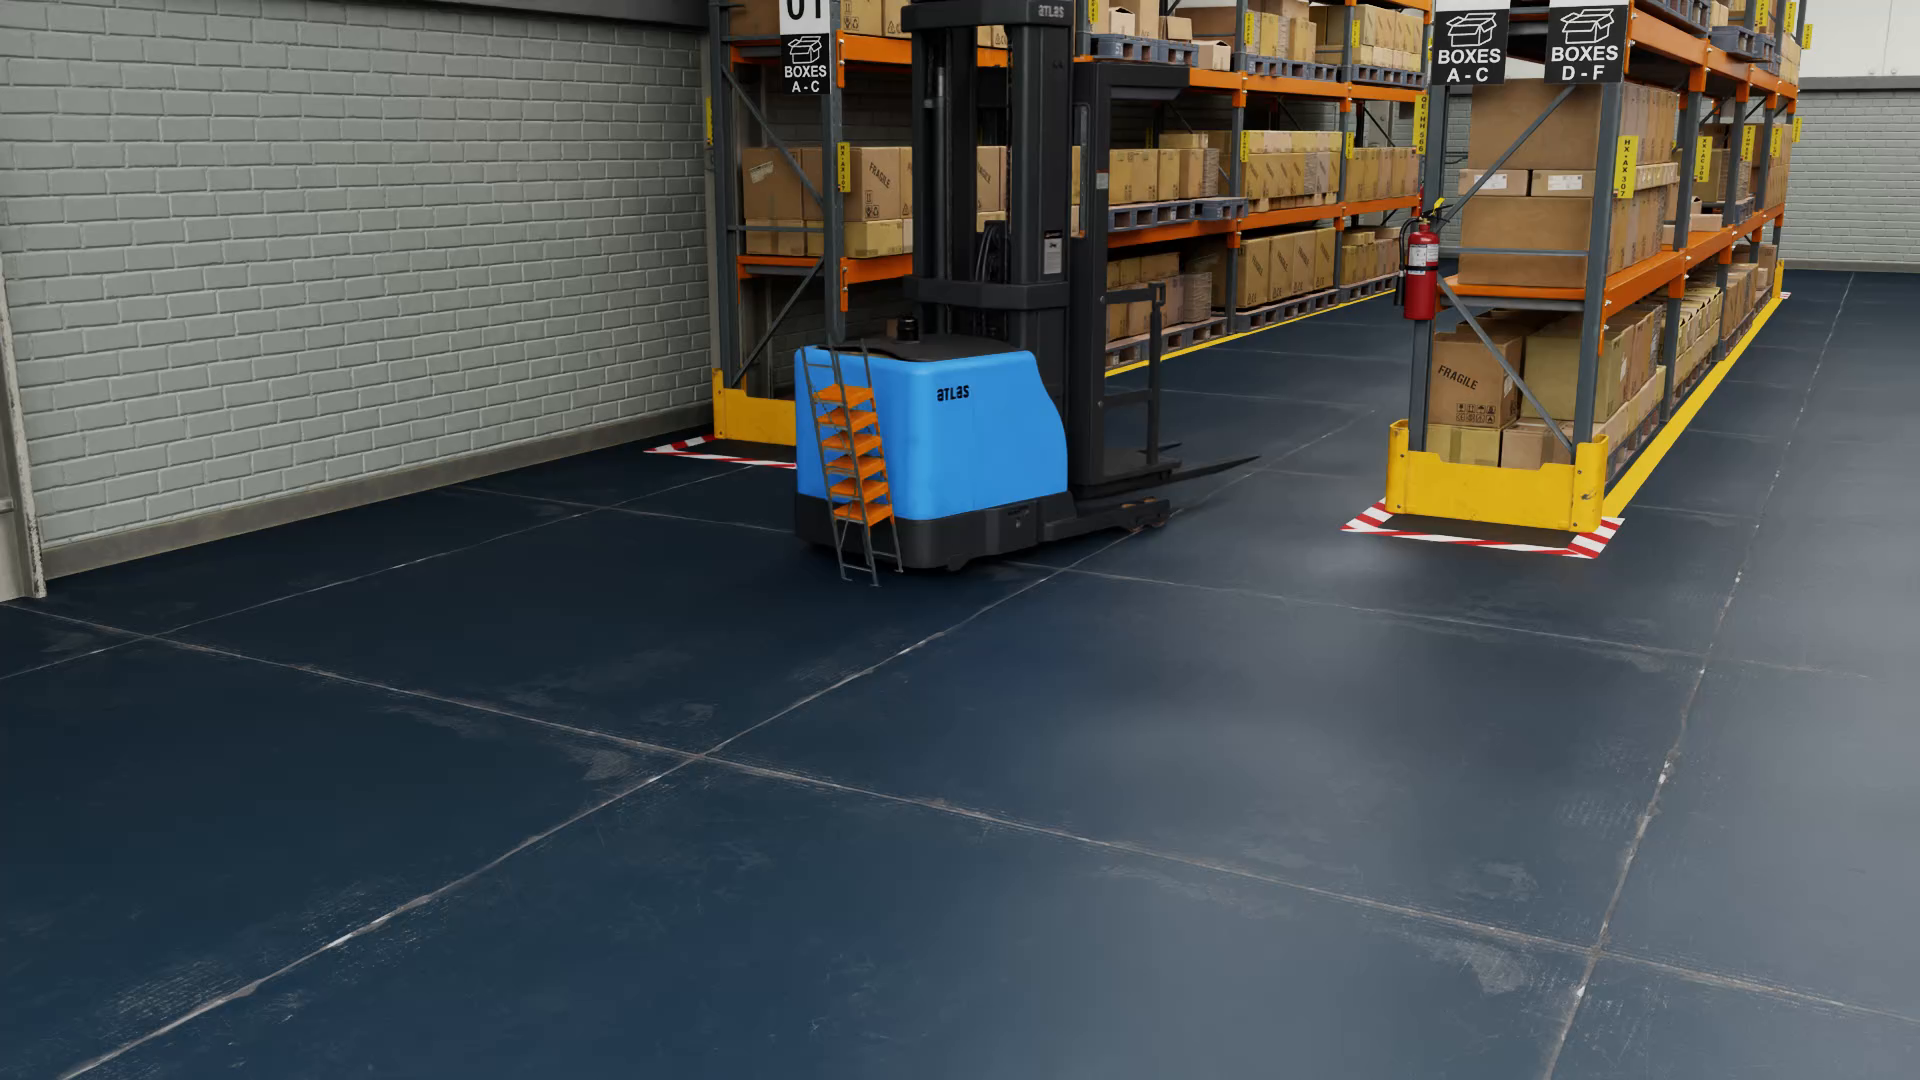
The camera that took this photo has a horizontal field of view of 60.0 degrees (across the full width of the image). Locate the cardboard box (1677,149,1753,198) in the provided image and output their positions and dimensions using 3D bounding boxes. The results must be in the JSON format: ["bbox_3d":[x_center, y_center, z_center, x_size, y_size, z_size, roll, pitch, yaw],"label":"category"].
[{"bbox_3d":[8.076,-3.944,17.884,0.700,0.500,0.500,3,14,14],"label":"cardboard box"}]

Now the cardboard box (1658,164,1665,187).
[{"bbox_3d":[4.693,-2.545,11.592,0.380,0.149,0.250,7,15,28],"label":"cardboard box"}]

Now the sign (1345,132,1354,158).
[{"bbox_3d":[5.018,-5.086,21.430,0.100,0.325,0.005,7,15,28],"label":"sign"}]

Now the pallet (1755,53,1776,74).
[{"bbox_3d":[8.001,-5.089,17.742,1.213,0.211,1.003,7,15,28],"label":"pallet"}]

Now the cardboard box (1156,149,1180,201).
[{"bbox_3d":[1.803,-3.708,16.860,0.700,0.500,0.500,7,15,28],"label":"cardboard box"}]

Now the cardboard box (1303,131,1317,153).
[{"bbox_3d":[4.034,-4.856,20.284,0.500,0.250,0.500,8,16,29],"label":"cardboard box"}]

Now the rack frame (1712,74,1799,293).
[{"bbox_3d":[10.810,-4.882,22.882,1.000,3.000,0.127,7,15,28],"label":"rack frame"}]

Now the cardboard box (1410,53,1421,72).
[{"bbox_3d":[6.350,-6.900,24.064,0.500,0.250,0.500,8,16,30],"label":"cardboard box"}]

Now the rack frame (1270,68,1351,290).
[{"bbox_3d":[4.538,-4.621,21.803,1.000,3.000,0.127,7,15,28],"label":"rack frame"}]

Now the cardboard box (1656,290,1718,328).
[{"bbox_3d":[6.660,-2.138,15.274,0.500,0.311,0.500,7,15,27],"label":"cardboard box"}]

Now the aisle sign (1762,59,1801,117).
[{"bbox_3d":[11.111,-6.125,22.491,0.394,0.787,0.004,7,15,28],"label":"aisle sign"}]

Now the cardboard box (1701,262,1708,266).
[{"bbox_3d":[8.429,-2.988,19.422,0.500,0.500,0.500,7,15,26],"label":"cardboard box"}]

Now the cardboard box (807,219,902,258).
[{"bbox_3d":[-0.749,-2.160,11.872,0.500,0.250,0.500,7,15,26],"label":"cardboard box"}]

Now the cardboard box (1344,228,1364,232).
[{"bbox_3d":[5.619,-4.432,24.071,0.380,0.149,0.250,8,16,29],"label":"cardboard box"}]

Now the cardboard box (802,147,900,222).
[{"bbox_3d":[-0.769,-2.525,11.783,0.500,0.500,0.500,7,15,28],"label":"cardboard box"}]

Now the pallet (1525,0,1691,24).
[{"bbox_3d":[4.029,-3.408,10.556,1.003,0.211,1.213,7,15,28],"label":"pallet"}]

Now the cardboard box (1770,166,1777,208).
[{"bbox_3d":[9.606,-4.289,20.209,0.500,0.500,0.500,8,16,29],"label":"cardboard box"}]

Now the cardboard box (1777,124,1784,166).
[{"bbox_3d":[9.848,-4.872,20.494,0.500,0.500,0.500,7,15,26],"label":"cardboard box"}]

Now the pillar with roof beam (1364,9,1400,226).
[{"bbox_3d":[10.789,-8.523,25.185,9.100,9.000,0.400,7,15,28],"label":"pillar with roof beam"}]

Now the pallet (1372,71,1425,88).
[{"bbox_3d":[6.122,-6.704,24.229,1.003,0.211,1.213,7,15,28],"label":"pallet"}]

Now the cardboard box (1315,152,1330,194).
[{"bbox_3d":[4.298,-4.595,20.804,0.500,0.500,0.500,8,15,28],"label":"cardboard box"}]

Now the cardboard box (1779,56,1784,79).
[{"bbox_3d":[9.328,-5.518,19.441,0.500,0.250,0.500,7,15,28],"label":"cardboard box"}]

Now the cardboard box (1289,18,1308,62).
[{"bbox_3d":[3.804,-6.052,20.186,0.700,0.500,0.500,7,15,27],"label":"cardboard box"}]

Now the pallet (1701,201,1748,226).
[{"bbox_3d":[7.209,-3.294,16.706,1.213,0.211,1.003,7,15,28],"label":"pallet"}]

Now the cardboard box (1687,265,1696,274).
[{"bbox_3d":[7.704,-3.044,18.056,0.500,0.250,0.500,7,15,27],"label":"cardboard box"}]

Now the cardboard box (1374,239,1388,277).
[{"bbox_3d":[5.737,-4.070,23.954,0.700,0.500,0.500,7,15,26],"label":"cardboard box"}]

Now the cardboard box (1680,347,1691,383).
[{"bbox_3d":[5.669,-1.446,13.604,0.500,0.250,0.500,8,16,29],"label":"cardboard box"}]

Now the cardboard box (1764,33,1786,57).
[{"bbox_3d":[9.329,-5.761,19.382,0.500,0.250,0.500,7,15,28],"label":"cardboard box"}]

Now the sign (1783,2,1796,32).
[{"bbox_3d":[9.364,-5.900,18.762,0.100,0.325,0.005,7,15,28],"label":"sign"}]

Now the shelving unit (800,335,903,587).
[{"bbox_3d":[-0.513,-0.371,7.982,0.258,1.200,0.189,11,30,39],"label":"shelving unit"}]

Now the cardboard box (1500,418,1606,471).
[{"bbox_3d":[3.529,-0.551,9.891,0.500,0.250,0.500,7,15,28],"label":"cardboard box"}]

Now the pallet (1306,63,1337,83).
[{"bbox_3d":[4.138,-5.793,20.670,0.805,0.209,1.217,7,15,26],"label":"pallet"}]

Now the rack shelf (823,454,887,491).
[{"bbox_3d":[-0.507,-0.330,7.999,0.258,0.103,0.180,11,30,39],"label":"rack shelf"}]

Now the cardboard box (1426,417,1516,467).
[{"bbox_3d":[3.076,-0.610,10.134,0.500,0.250,0.500,7,15,28],"label":"cardboard box"}]

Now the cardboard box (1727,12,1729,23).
[{"bbox_3d":[6.773,-4.730,15.278,0.500,0.250,0.500,6,15,24],"label":"cardboard box"}]

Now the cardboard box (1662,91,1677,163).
[{"bbox_3d":[4.800,-3.007,12.125,0.700,0.500,0.500,7,15,28],"label":"cardboard box"}]

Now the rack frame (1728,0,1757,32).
[{"bbox_3d":[6.943,-6.157,15.371,1.000,3.000,0.127,7,15,28],"label":"rack frame"}]

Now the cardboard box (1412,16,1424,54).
[{"bbox_3d":[6.357,-7.264,23.973,0.500,0.500,0.500,7,15,28],"label":"cardboard box"}]

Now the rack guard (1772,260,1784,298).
[{"bbox_3d":[10.773,-3.651,23.110,1.175,0.500,0.348,7,15,28],"label":"rack guard"}]

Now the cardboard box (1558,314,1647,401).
[{"bbox_3d":[4.257,-1.223,11.078,0.500,0.500,0.500,7,15,28],"label":"cardboard box"}]

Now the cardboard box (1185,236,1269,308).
[{"bbox_3d":[3.075,-3.096,19.166,0.750,0.750,0.750,7,15,27],"label":"cardboard box"}]

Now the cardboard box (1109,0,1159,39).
[{"bbox_3d":[1.601,-5.047,16.059,0.500,0.500,0.500,7,15,26],"label":"cardboard box"}]

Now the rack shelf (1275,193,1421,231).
[{"bbox_3d":[5.505,-4.682,23.589,1.077,0.370,4.000,7,15,28],"label":"rack shelf"}]

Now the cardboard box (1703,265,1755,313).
[{"bbox_3d":[8.642,-2.825,18.748,0.500,0.500,0.500,7,15,28],"label":"cardboard box"}]

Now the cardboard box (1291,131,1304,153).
[{"bbox_3d":[3.788,-4.751,19.850,0.500,0.250,0.500,7,15,27],"label":"cardboard box"}]

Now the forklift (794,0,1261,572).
[{"bbox_3d":[0.536,-1.539,9.165,3.031,2.935,1.130,-13,19,-43],"label":"forklift"}]

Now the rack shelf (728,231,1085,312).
[{"bbox_3d":[-0.296,-2.220,13.377,1.077,0.370,4.000,7,15,28],"label":"rack shelf"}]

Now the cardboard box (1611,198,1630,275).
[{"bbox_3d":[3.807,-1.951,10.514,0.700,0.500,0.500,7,15,28],"label":"cardboard box"}]

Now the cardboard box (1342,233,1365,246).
[{"bbox_3d":[5.315,-4.117,22.764,0.380,0.149,0.250,8,16,30],"label":"cardboard box"}]

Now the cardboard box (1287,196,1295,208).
[{"bbox_3d":[3.832,-4.099,20.128,0.380,0.149,0.250,8,16,30],"label":"cardboard box"}]

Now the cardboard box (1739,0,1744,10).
[{"bbox_3d":[7.652,-5.531,16.830,0.500,0.500,0.500,7,15,28],"label":"cardboard box"}]

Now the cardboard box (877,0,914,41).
[{"bbox_3d":[-0.591,-3.822,11.832,0.500,0.500,0.500,9,16,32],"label":"cardboard box"}]

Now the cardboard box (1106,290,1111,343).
[{"bbox_3d":[1.012,-2.132,15.870,0.700,0.500,0.500,8,16,30],"label":"cardboard box"}]

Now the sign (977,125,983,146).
[{"bbox_3d":[0.183,-3.605,15.117,0.100,0.325,0.005,7,15,28],"label":"sign"}]

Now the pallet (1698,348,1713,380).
[{"bbox_3d":[6.511,-1.720,15.718,1.003,0.211,1.213,7,15,28],"label":"pallet"}]

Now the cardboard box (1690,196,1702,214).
[{"bbox_3d":[6.729,-3.127,15.795,0.500,0.311,0.500,9,16,32],"label":"cardboard box"}]
